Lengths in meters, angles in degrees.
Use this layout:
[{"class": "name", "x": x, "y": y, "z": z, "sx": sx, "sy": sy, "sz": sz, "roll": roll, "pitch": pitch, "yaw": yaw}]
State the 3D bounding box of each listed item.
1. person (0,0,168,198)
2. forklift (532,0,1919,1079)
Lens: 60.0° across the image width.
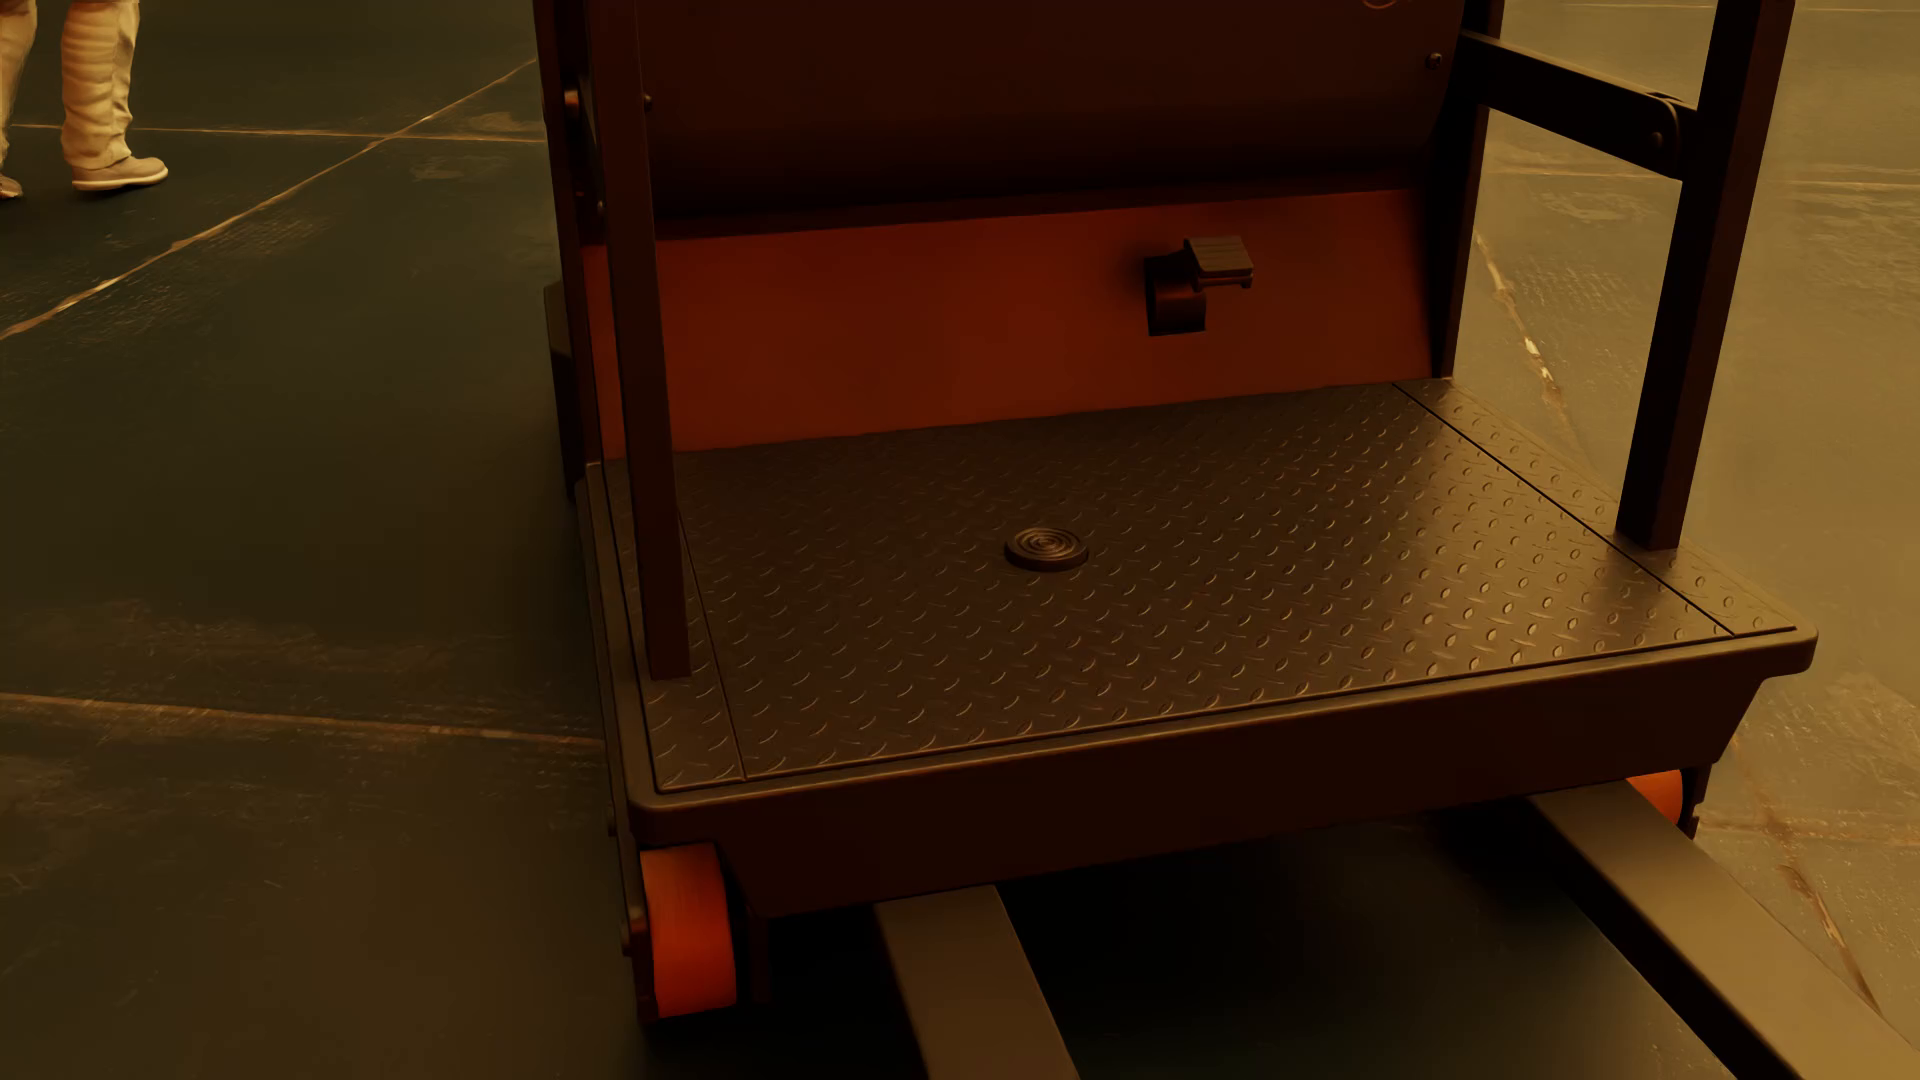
[{"class": "person", "x": -2.279, "y": -1.603, "z": 3.976, "sx": 0.725, "sy": 1.604, "sz": 0.688, "roll": 8, "pitch": 28, "yaw": 15}, {"class": "forklift", "x": 0.153, "y": -1.049, "z": 1.319, "sx": 1.130, "sy": 2.935, "sz": 3.031, "roll": -7, "pitch": 27, "yaw": -13}]
